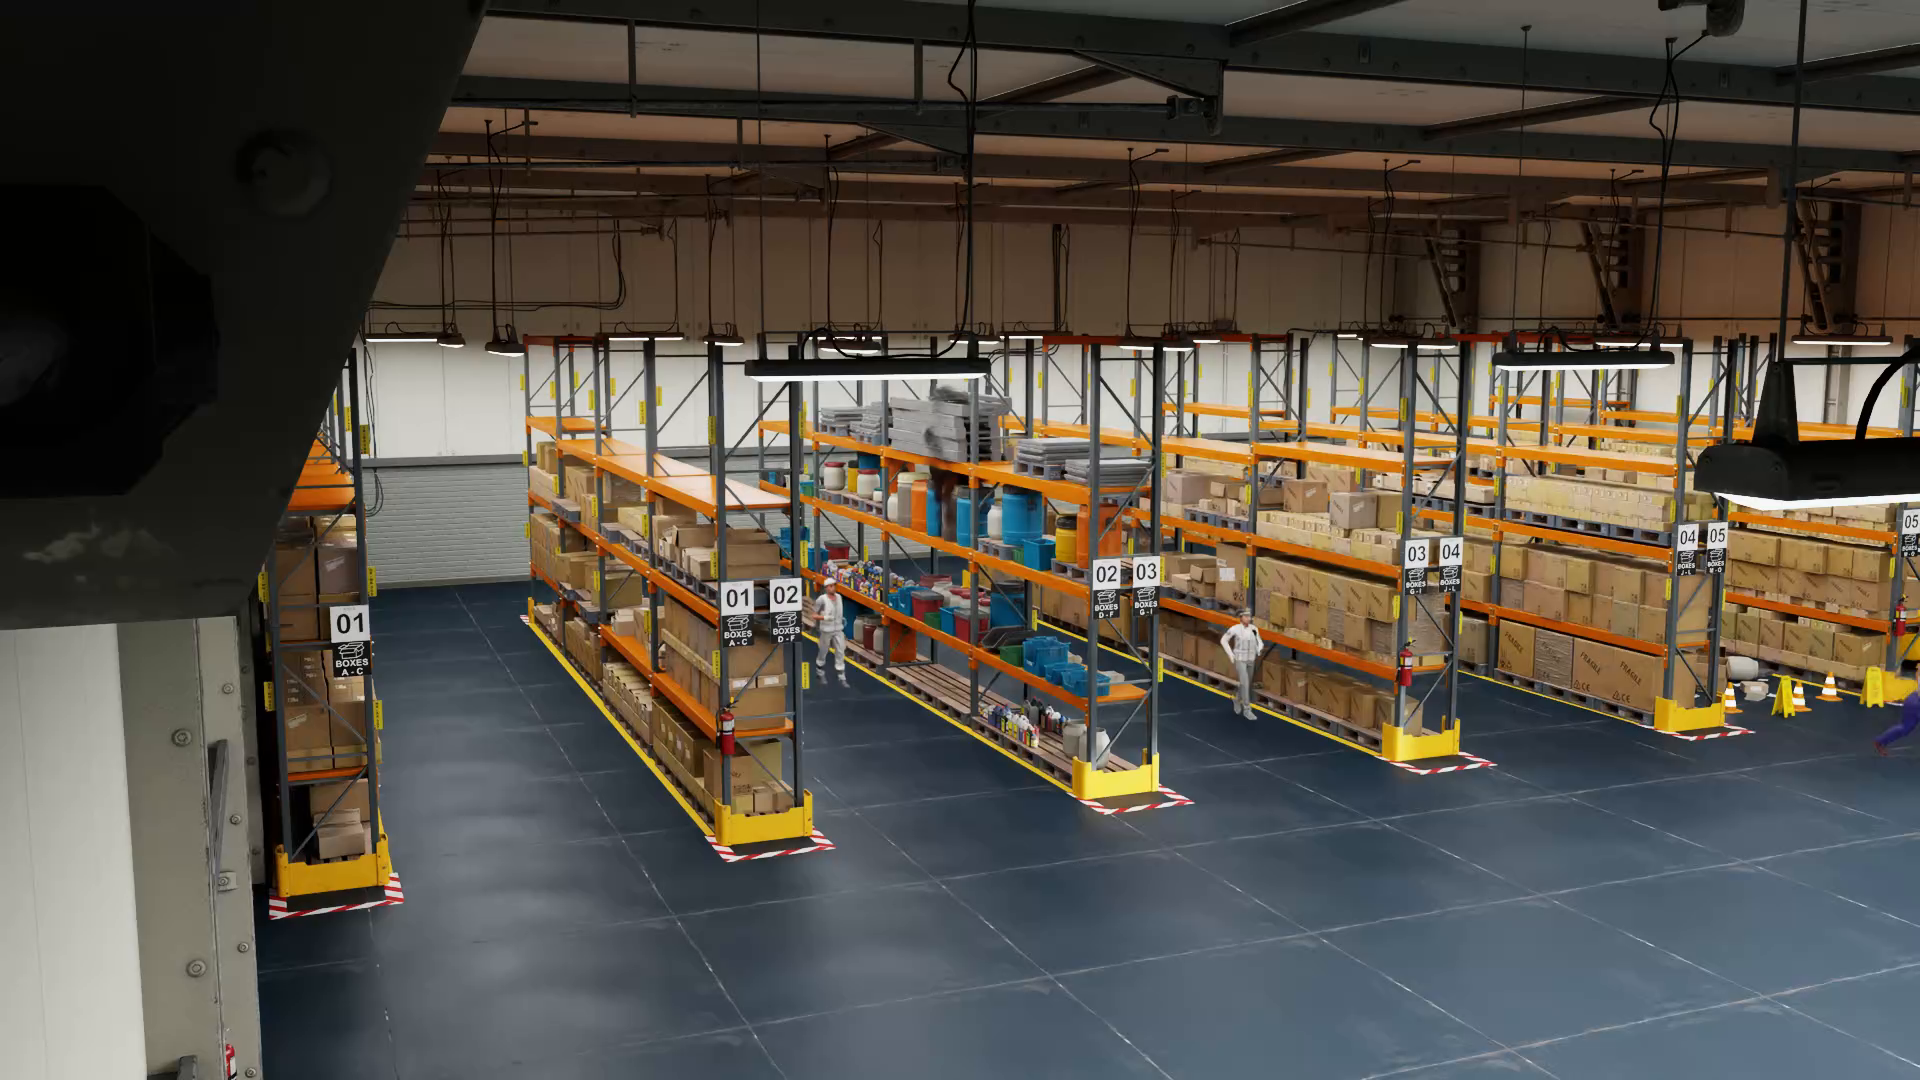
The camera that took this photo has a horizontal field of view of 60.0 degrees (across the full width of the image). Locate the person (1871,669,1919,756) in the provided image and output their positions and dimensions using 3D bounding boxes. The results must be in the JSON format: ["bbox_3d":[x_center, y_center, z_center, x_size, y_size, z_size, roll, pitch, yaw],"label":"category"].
[{"bbox_3d":[13.655,2.424,23.852,0.962,1.613,0.648,4,9,27],"label":"person"}]

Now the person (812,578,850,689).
[{"bbox_3d":[-2.103,1.528,27.226,0.657,1.834,0.904,-5,9,-32],"label":"person"}]

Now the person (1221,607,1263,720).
[{"bbox_3d":[4.333,1.868,25.403,0.631,1.730,0.795,-3,8,-20],"label":"person"}]
